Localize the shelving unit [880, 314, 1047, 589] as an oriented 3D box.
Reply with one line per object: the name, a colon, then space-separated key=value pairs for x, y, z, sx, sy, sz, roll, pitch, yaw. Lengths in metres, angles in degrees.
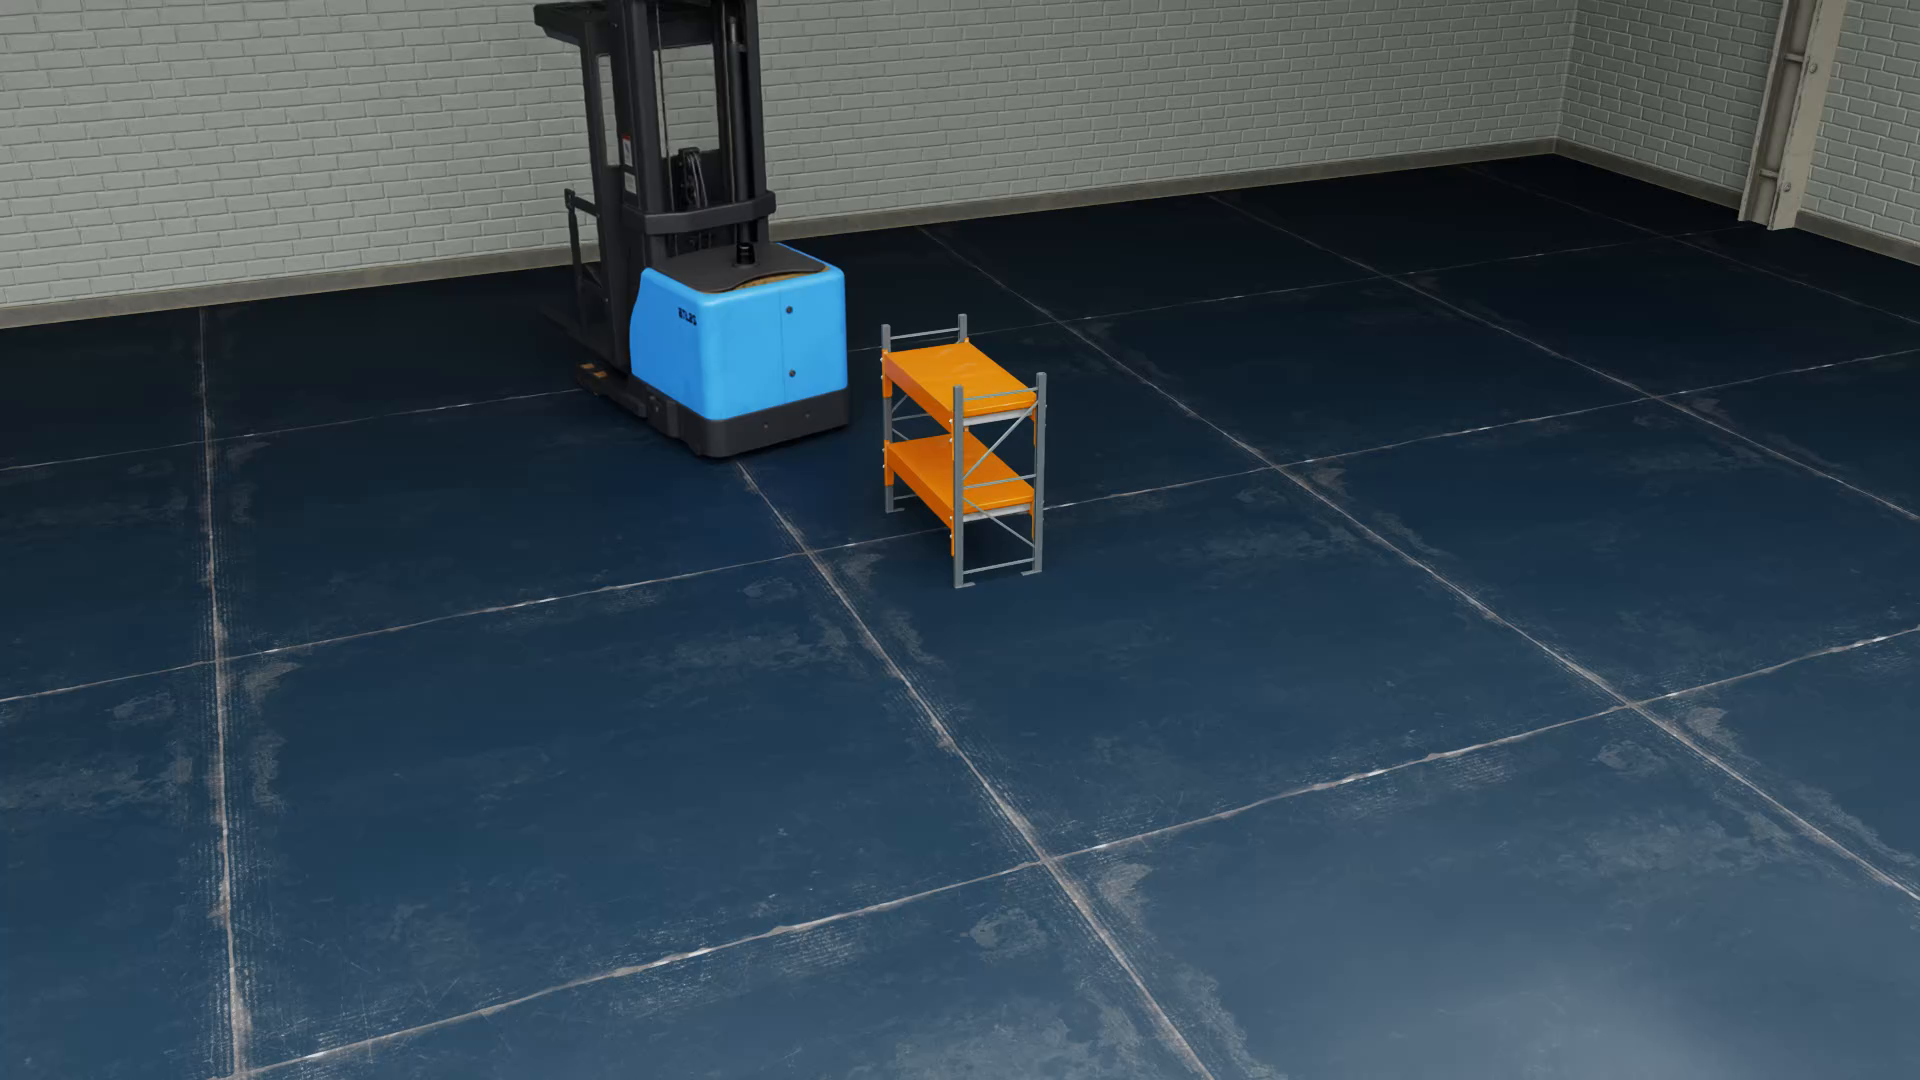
shelving unit: x=0.003 y=-0.503 z=8.998 sx=0.538 sy=1.125 sz=1.048 roll=-11 pitch=28 yaw=-21

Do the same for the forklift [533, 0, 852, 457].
forklift: x=-1.981 y=-2.404 z=10.833 sx=1.130 sy=2.935 sz=3.031 roll=-18 pitch=31 yaw=-33

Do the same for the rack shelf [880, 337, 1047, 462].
rack shelf: x=0.003 y=-0.766 z=8.869 sx=0.538 sy=0.278 sz=1.000 roll=-11 pitch=28 yaw=-21

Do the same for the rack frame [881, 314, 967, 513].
rack frame: x=-0.196 y=-0.708 z=9.418 sx=0.500 sy=1.125 sz=0.032 roll=-11 pitch=28 yaw=-21

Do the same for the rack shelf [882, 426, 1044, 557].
rack shelf: x=0.003 y=-0.283 z=9.105 sx=0.538 sy=0.278 sz=1.000 roll=-11 pitch=28 yaw=-21

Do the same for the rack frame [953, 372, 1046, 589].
rack frame: x=0.202 y=-0.298 z=8.577 sx=0.500 sy=1.125 sz=0.032 roll=-11 pitch=28 yaw=-21

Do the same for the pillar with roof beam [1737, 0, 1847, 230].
pillar with roof beam: x=3.398 y=-6.195 z=11.682 sx=9.100 sy=9.000 sz=0.400 roll=-11 pitch=28 yaw=-21
